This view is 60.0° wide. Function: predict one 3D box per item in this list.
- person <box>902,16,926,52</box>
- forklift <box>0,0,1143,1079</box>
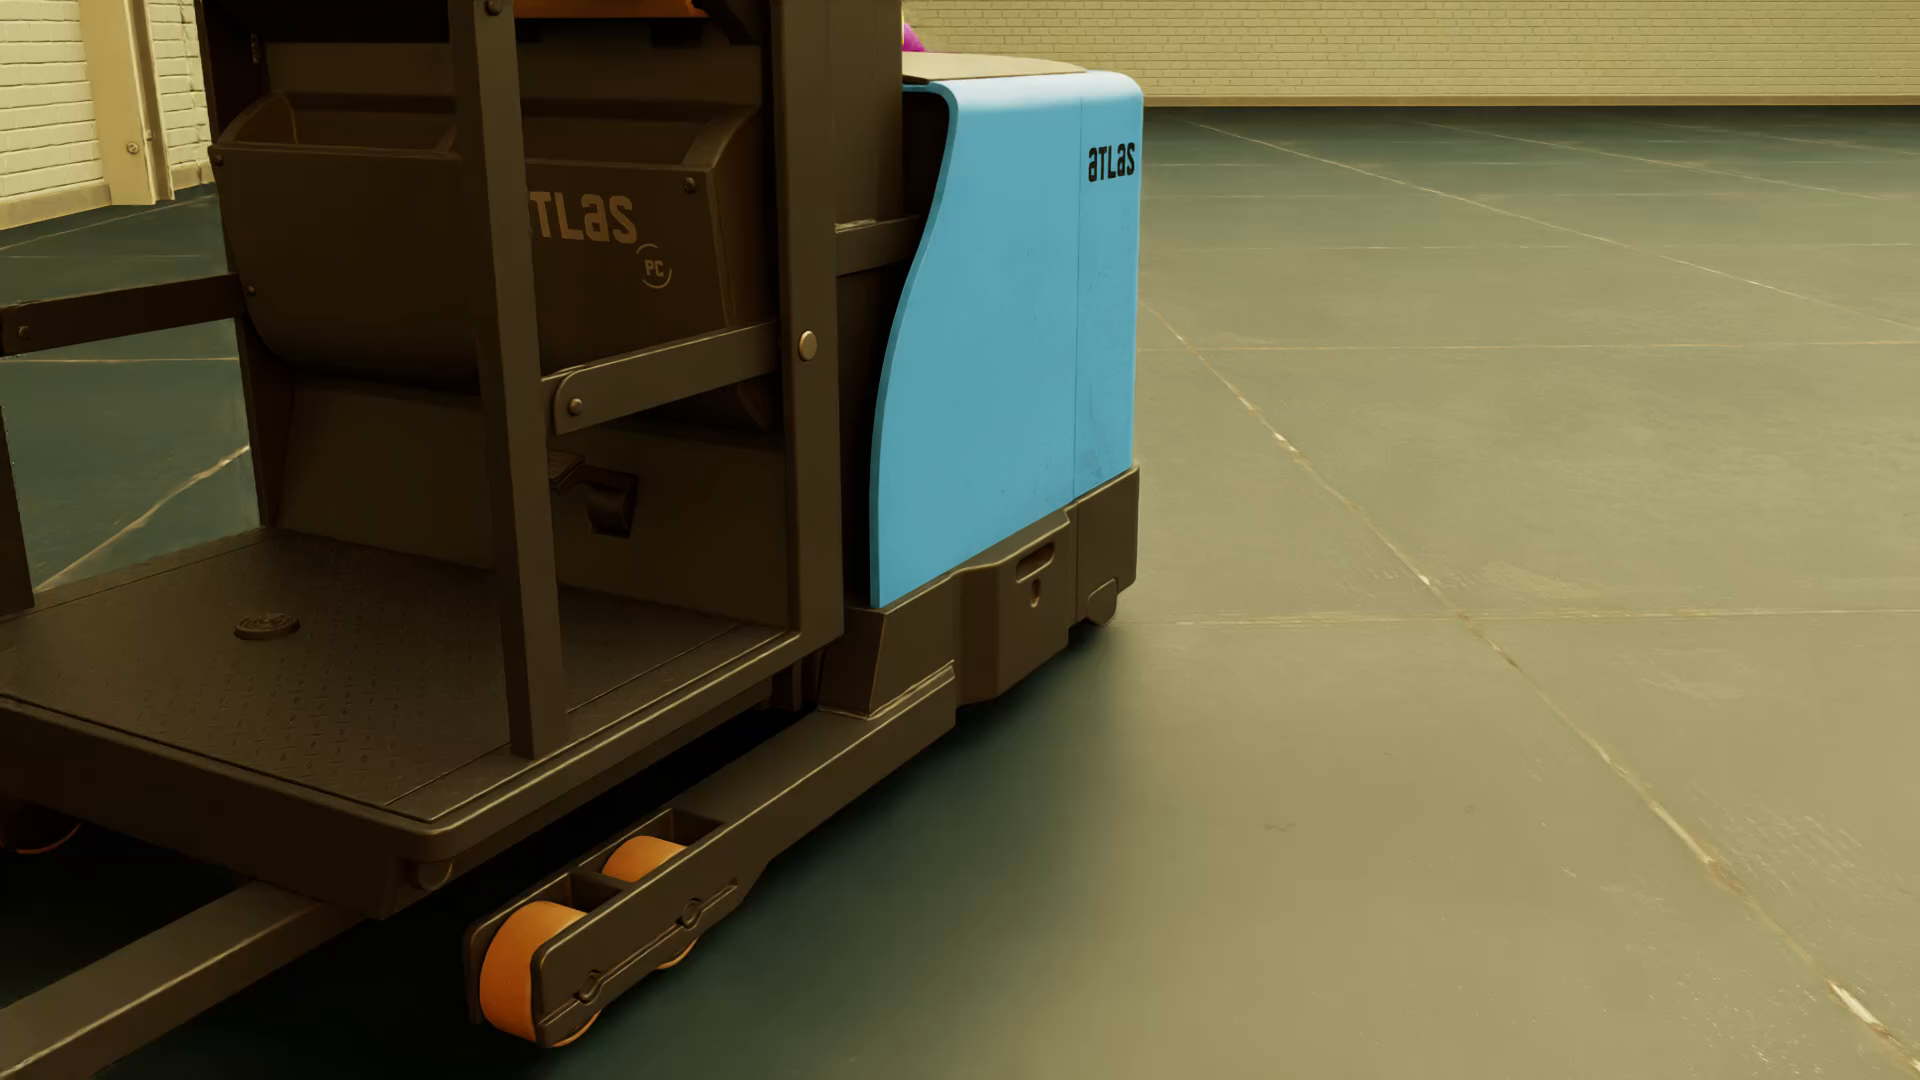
[{"bbox_3d":[-0.316,-0.942,4.332,0.836,1.572,0.808,3,17,10],"label":"person"},{"bbox_3d":[-0.787,-0.954,2.028,1.130,2.935,3.031,9,19,27],"label":"forklift"}]
